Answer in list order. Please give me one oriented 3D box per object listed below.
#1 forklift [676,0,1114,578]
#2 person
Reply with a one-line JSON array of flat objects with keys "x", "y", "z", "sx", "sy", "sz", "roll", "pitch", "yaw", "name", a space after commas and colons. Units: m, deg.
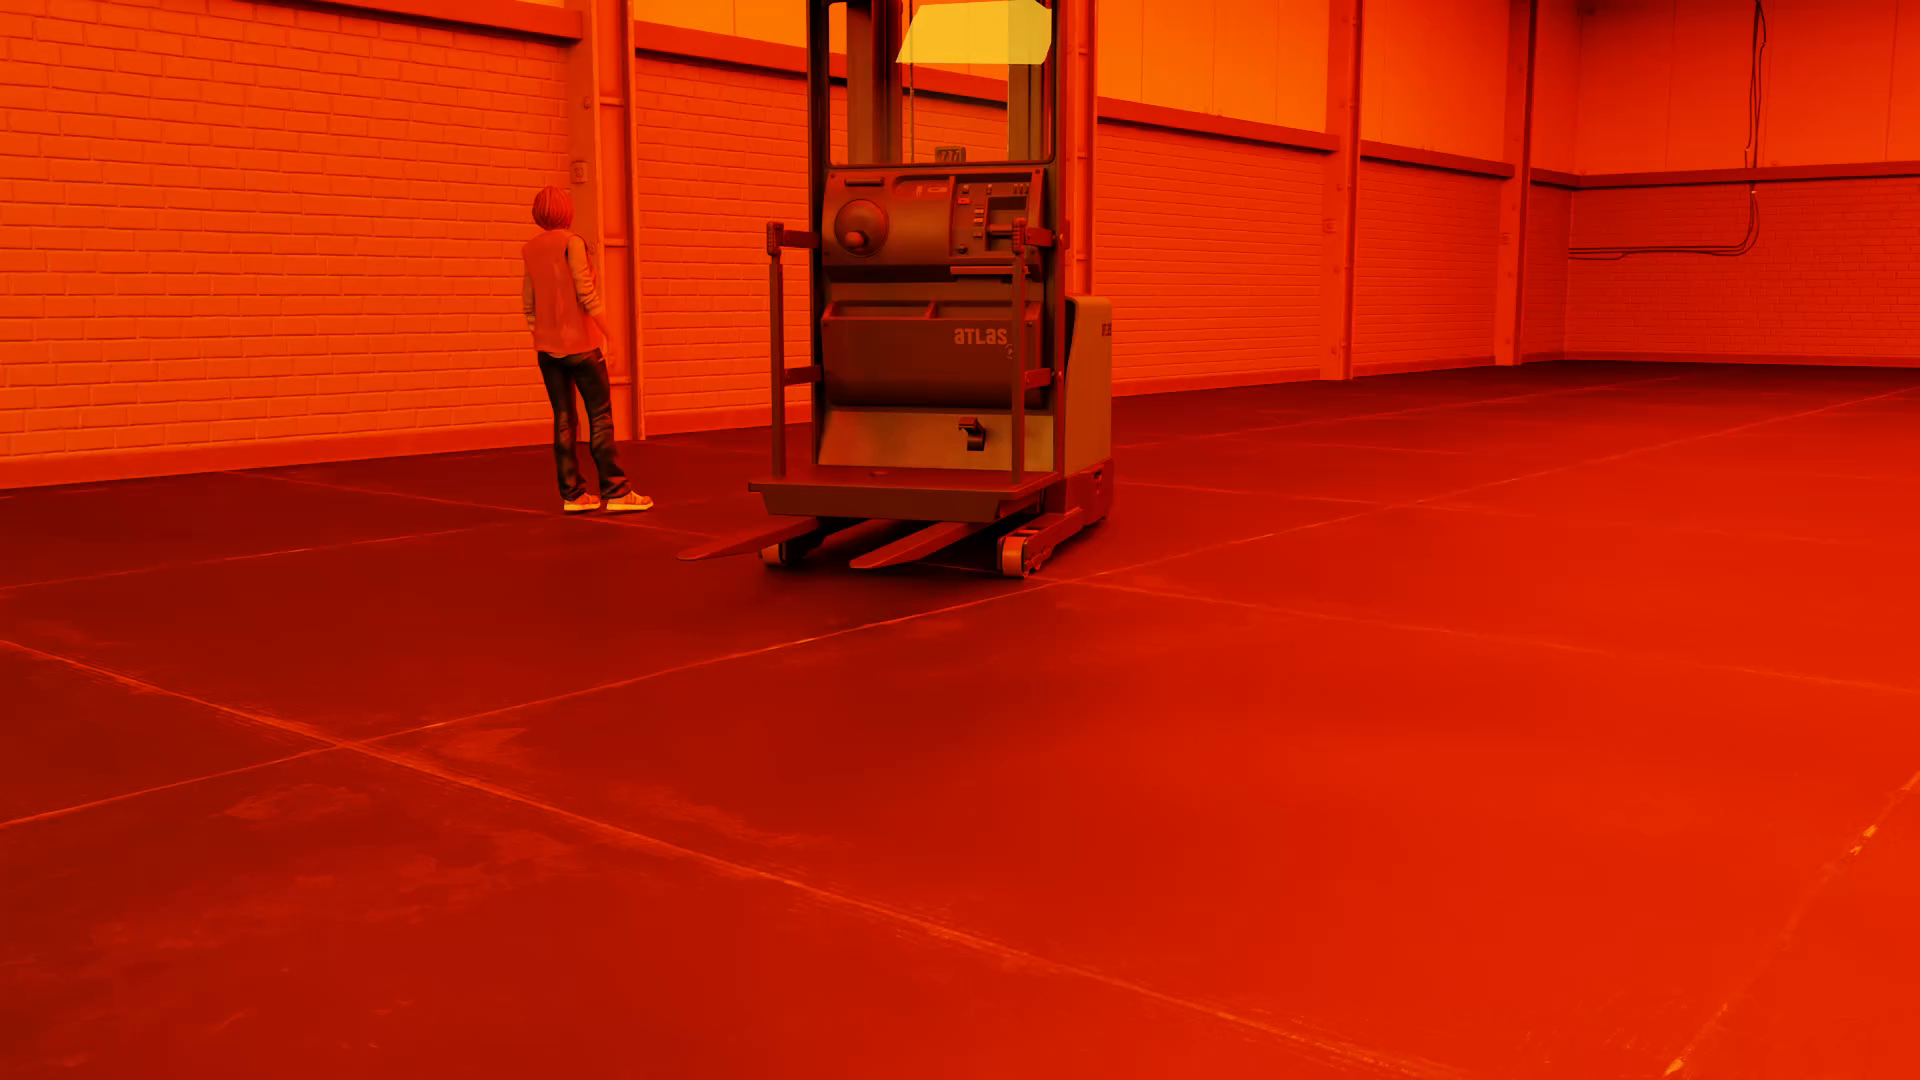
[{"x": -0.176, "y": -1.366, "z": 6.616, "sx": 1.130, "sy": 2.935, "sz": 3.031, "roll": 3, "pitch": 9, "yaw": 17, "name": "forklift"}, {"x": -1.876, "y": -0.937, "z": 8.242, "sx": 0.520, "sy": 1.597, "sz": 0.475, "roll": 5, "pitch": 9, "yaw": 28, "name": "person"}]
